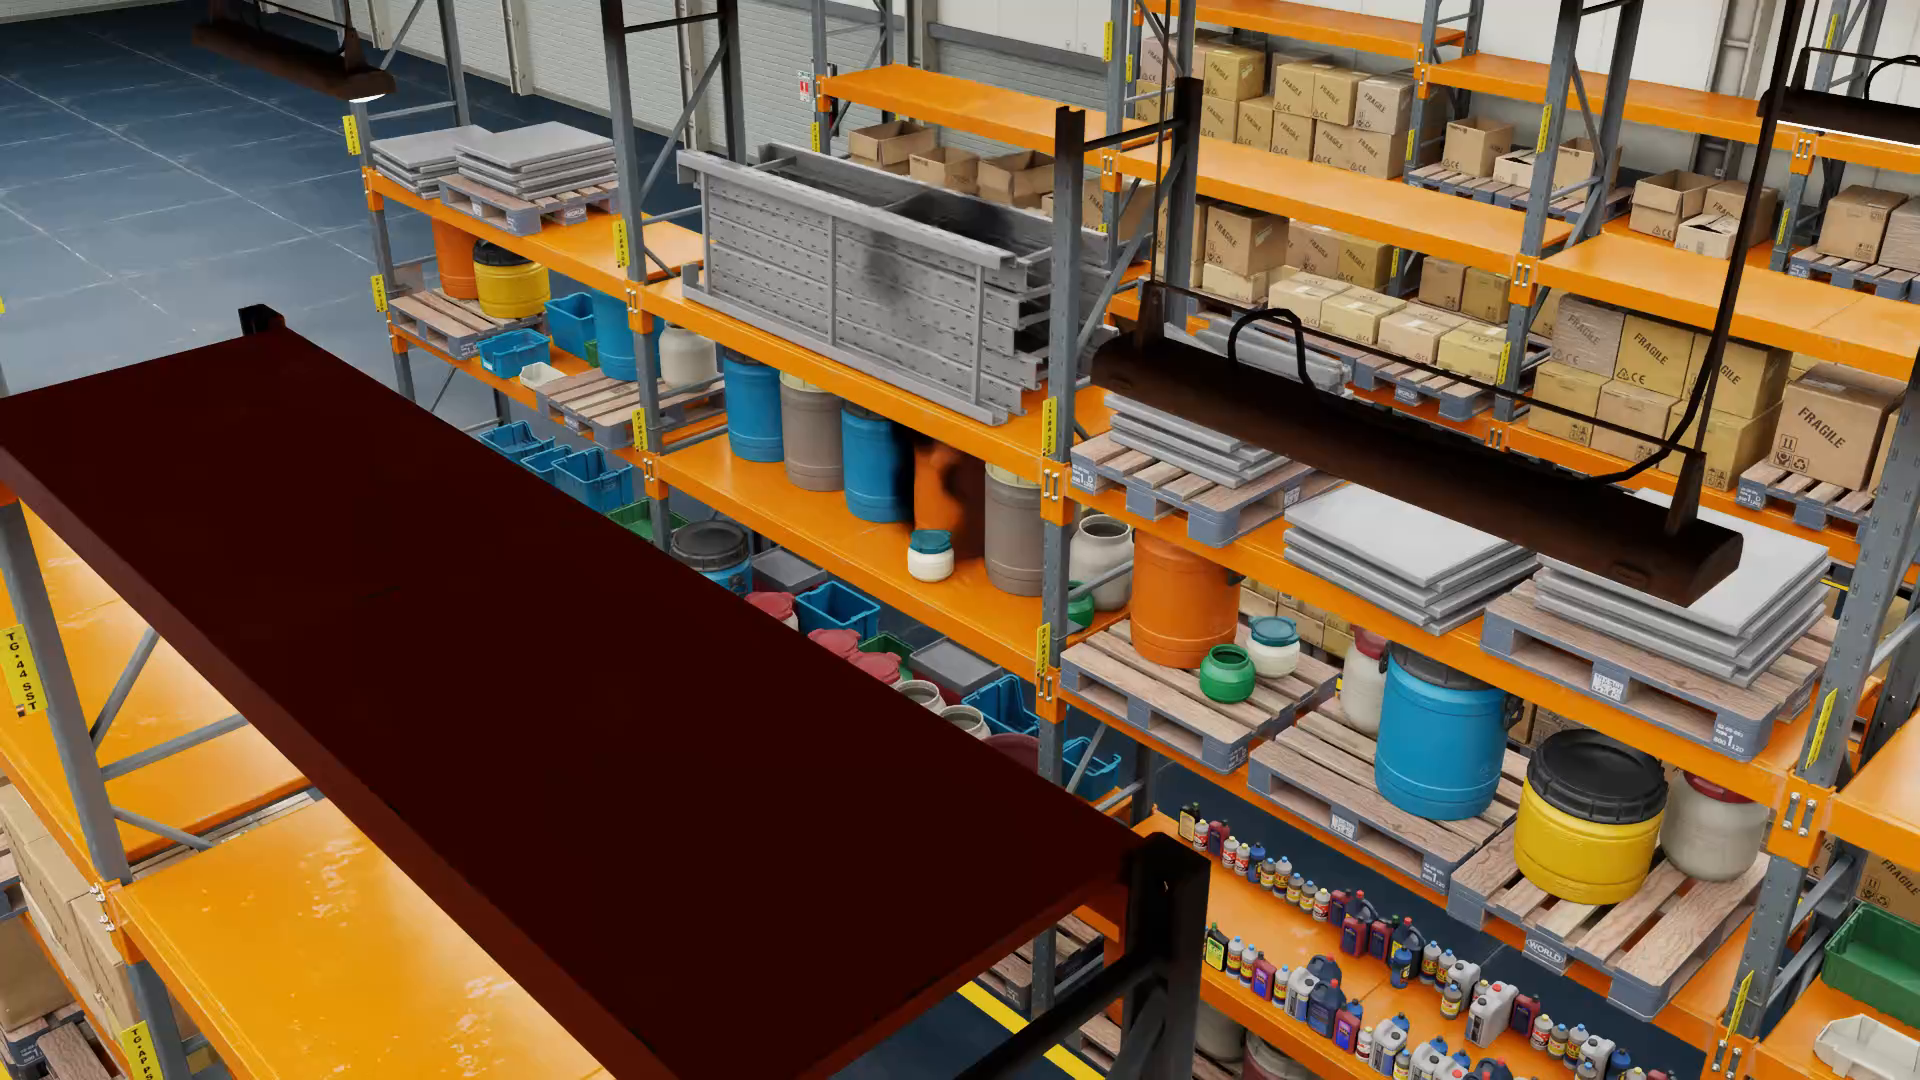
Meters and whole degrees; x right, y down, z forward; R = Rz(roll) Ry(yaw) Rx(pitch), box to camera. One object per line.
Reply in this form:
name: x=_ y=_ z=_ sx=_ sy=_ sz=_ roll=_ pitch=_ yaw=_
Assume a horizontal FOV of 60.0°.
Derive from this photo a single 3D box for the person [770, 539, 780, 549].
person: x=-1.555 y=-0.065 z=15.277 sx=0.850 sy=1.605 sz=0.538 roll=19 pitch=33 yaw=31
